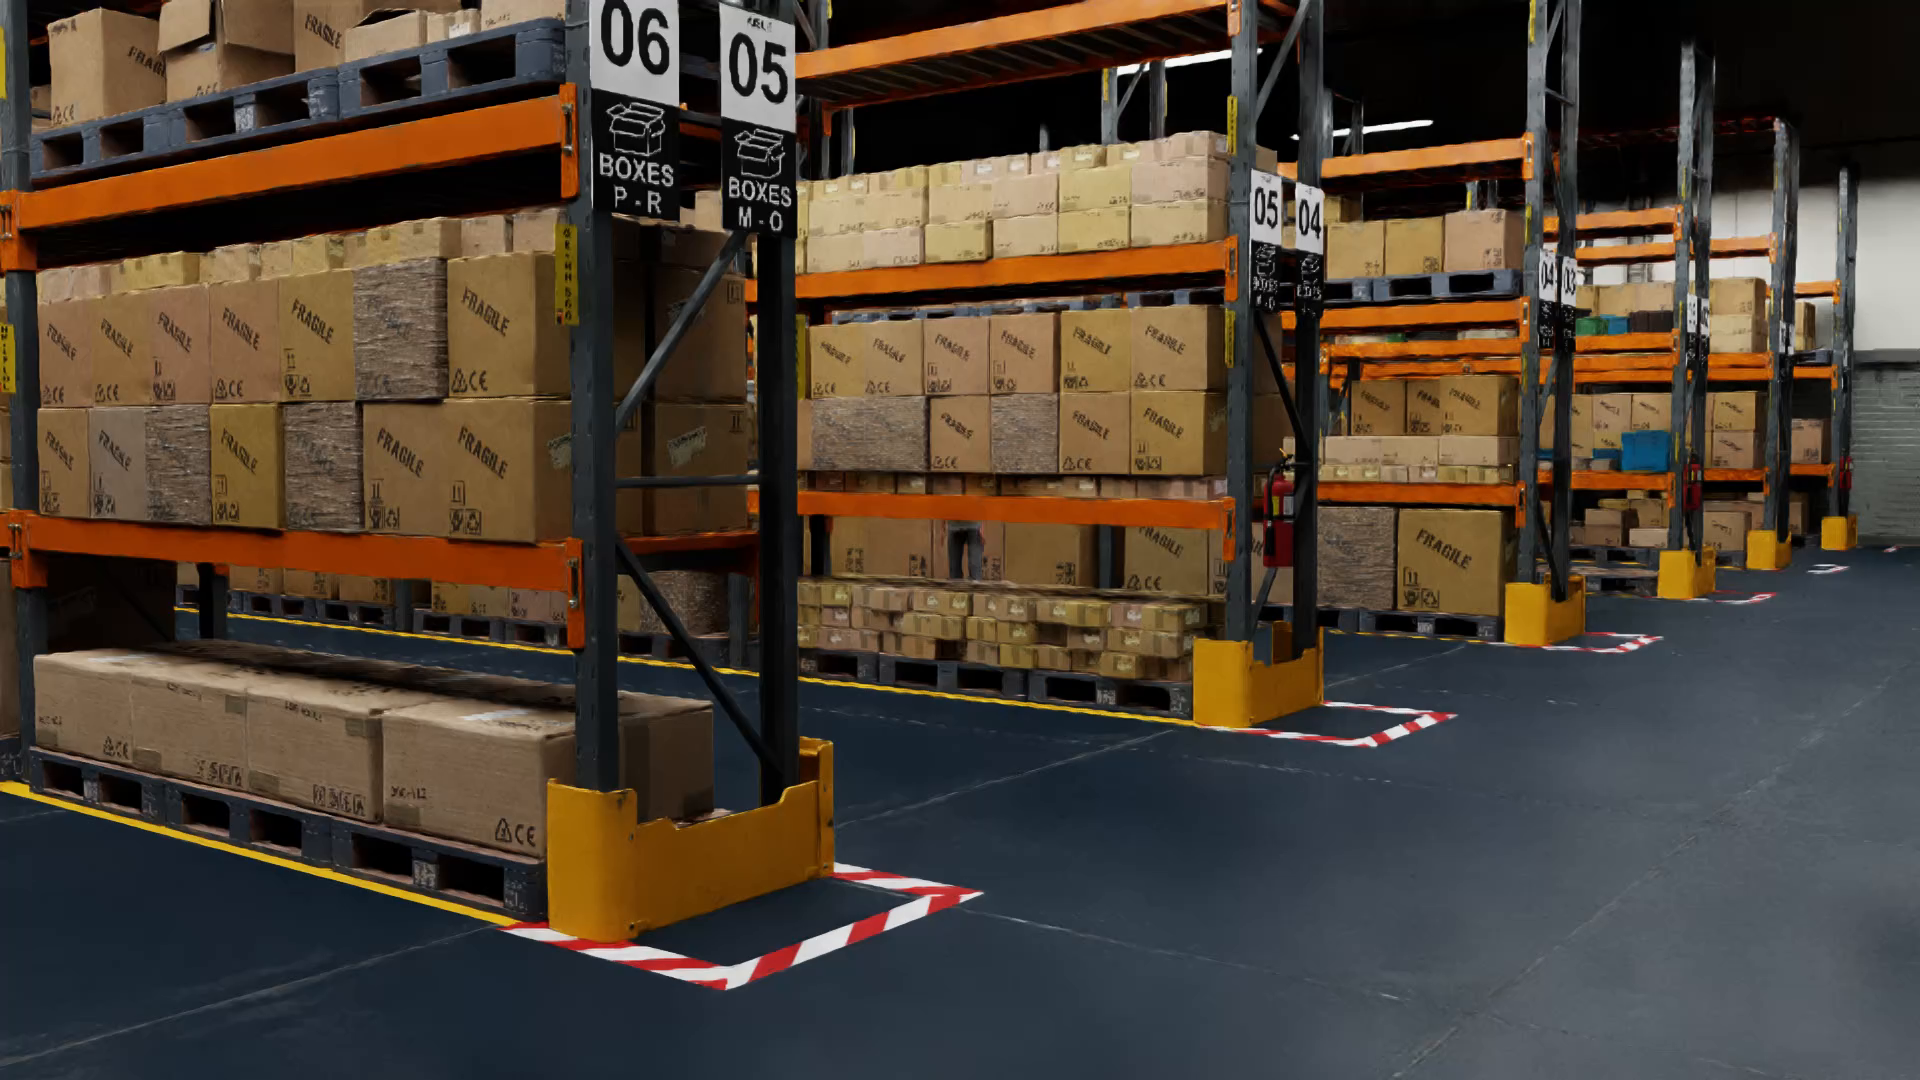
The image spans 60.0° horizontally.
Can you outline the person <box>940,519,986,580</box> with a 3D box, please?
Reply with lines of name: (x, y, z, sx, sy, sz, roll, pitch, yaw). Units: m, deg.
person: (0.014, -0.076, 15.231, 0.486, 1.603, 0.422, 1, 4, 19)
